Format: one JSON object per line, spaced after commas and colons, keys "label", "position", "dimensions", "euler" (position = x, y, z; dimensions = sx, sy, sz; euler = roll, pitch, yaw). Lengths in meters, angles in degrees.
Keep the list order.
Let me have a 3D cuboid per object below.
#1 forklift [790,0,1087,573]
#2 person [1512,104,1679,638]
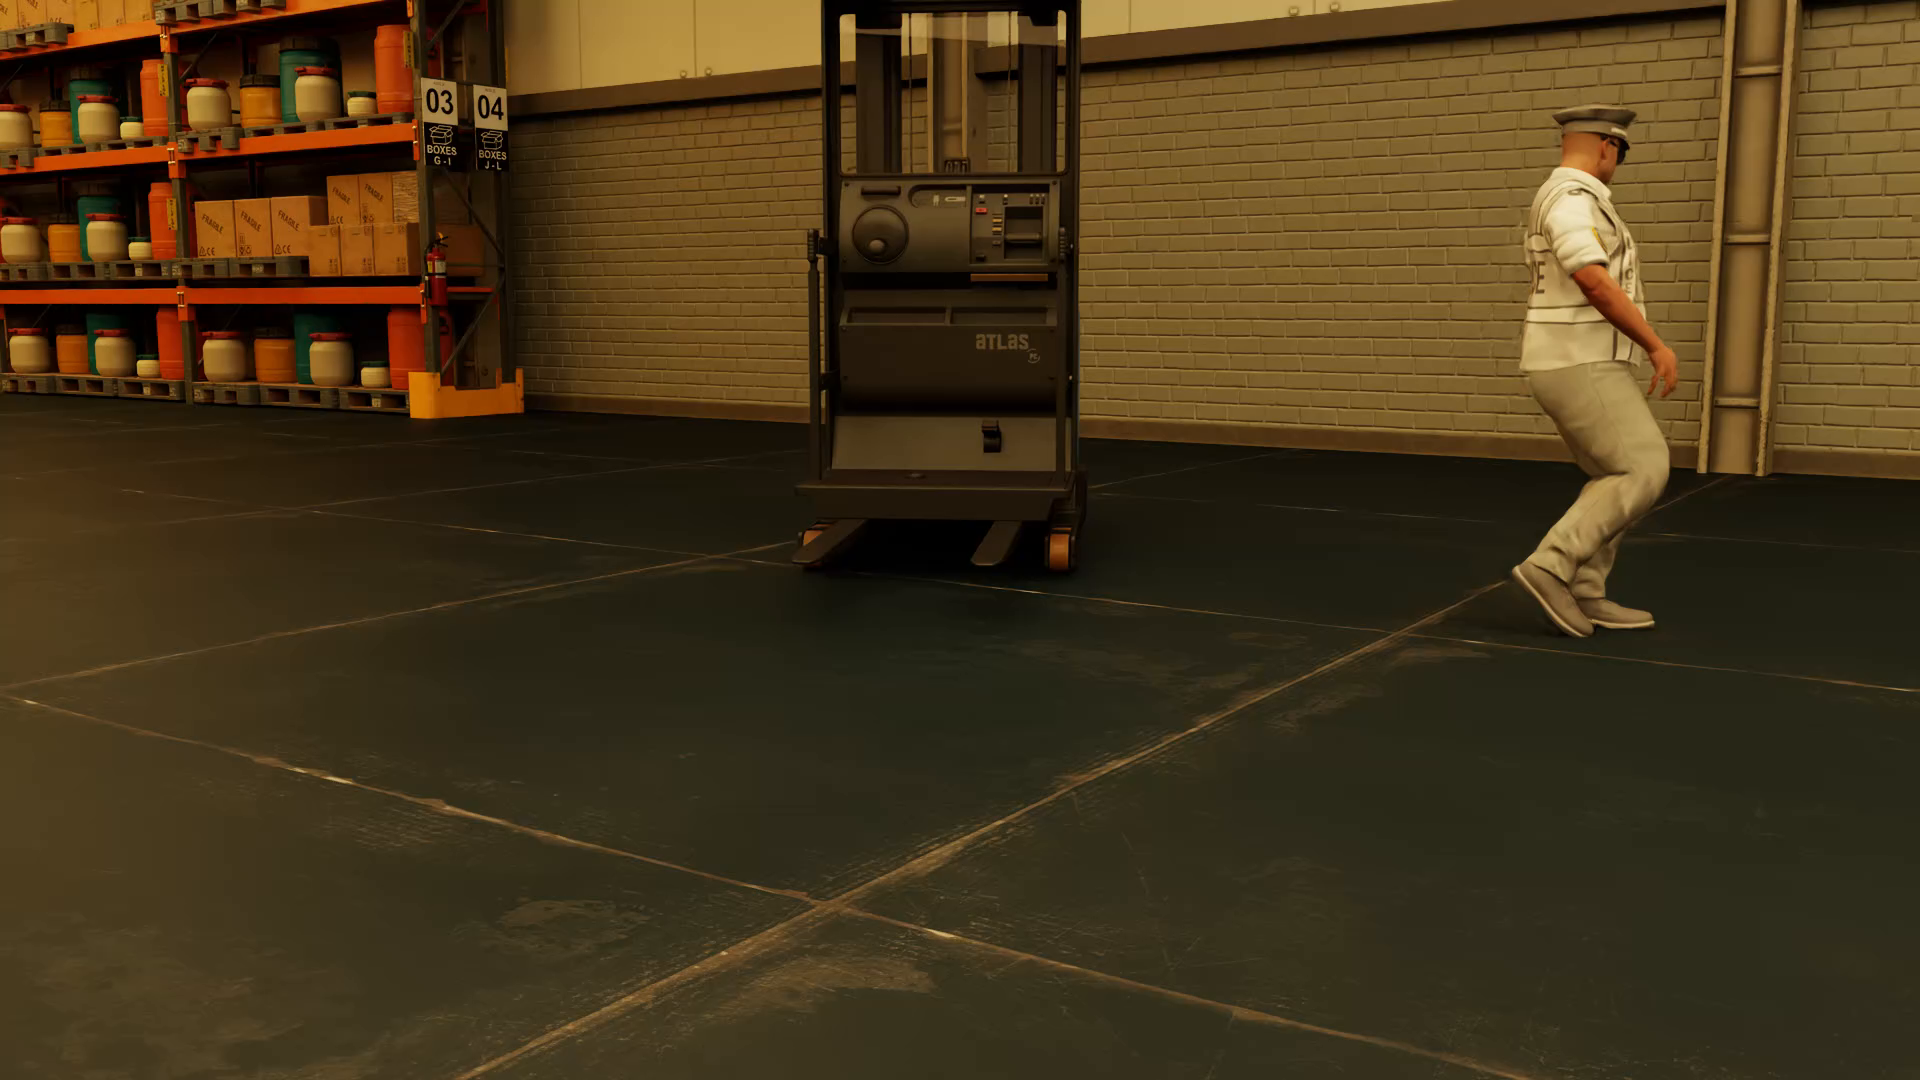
{"label": "forklift", "position": [-0.064, -1.366, 6.796], "dimensions": [1.130, 2.935, 3.031], "euler": [1, 8, 6]}
{"label": "person", "position": [2.099, -0.556, 5.501], "dimensions": [0.492, 1.727, 0.779], "euler": [3, 9, 20]}
